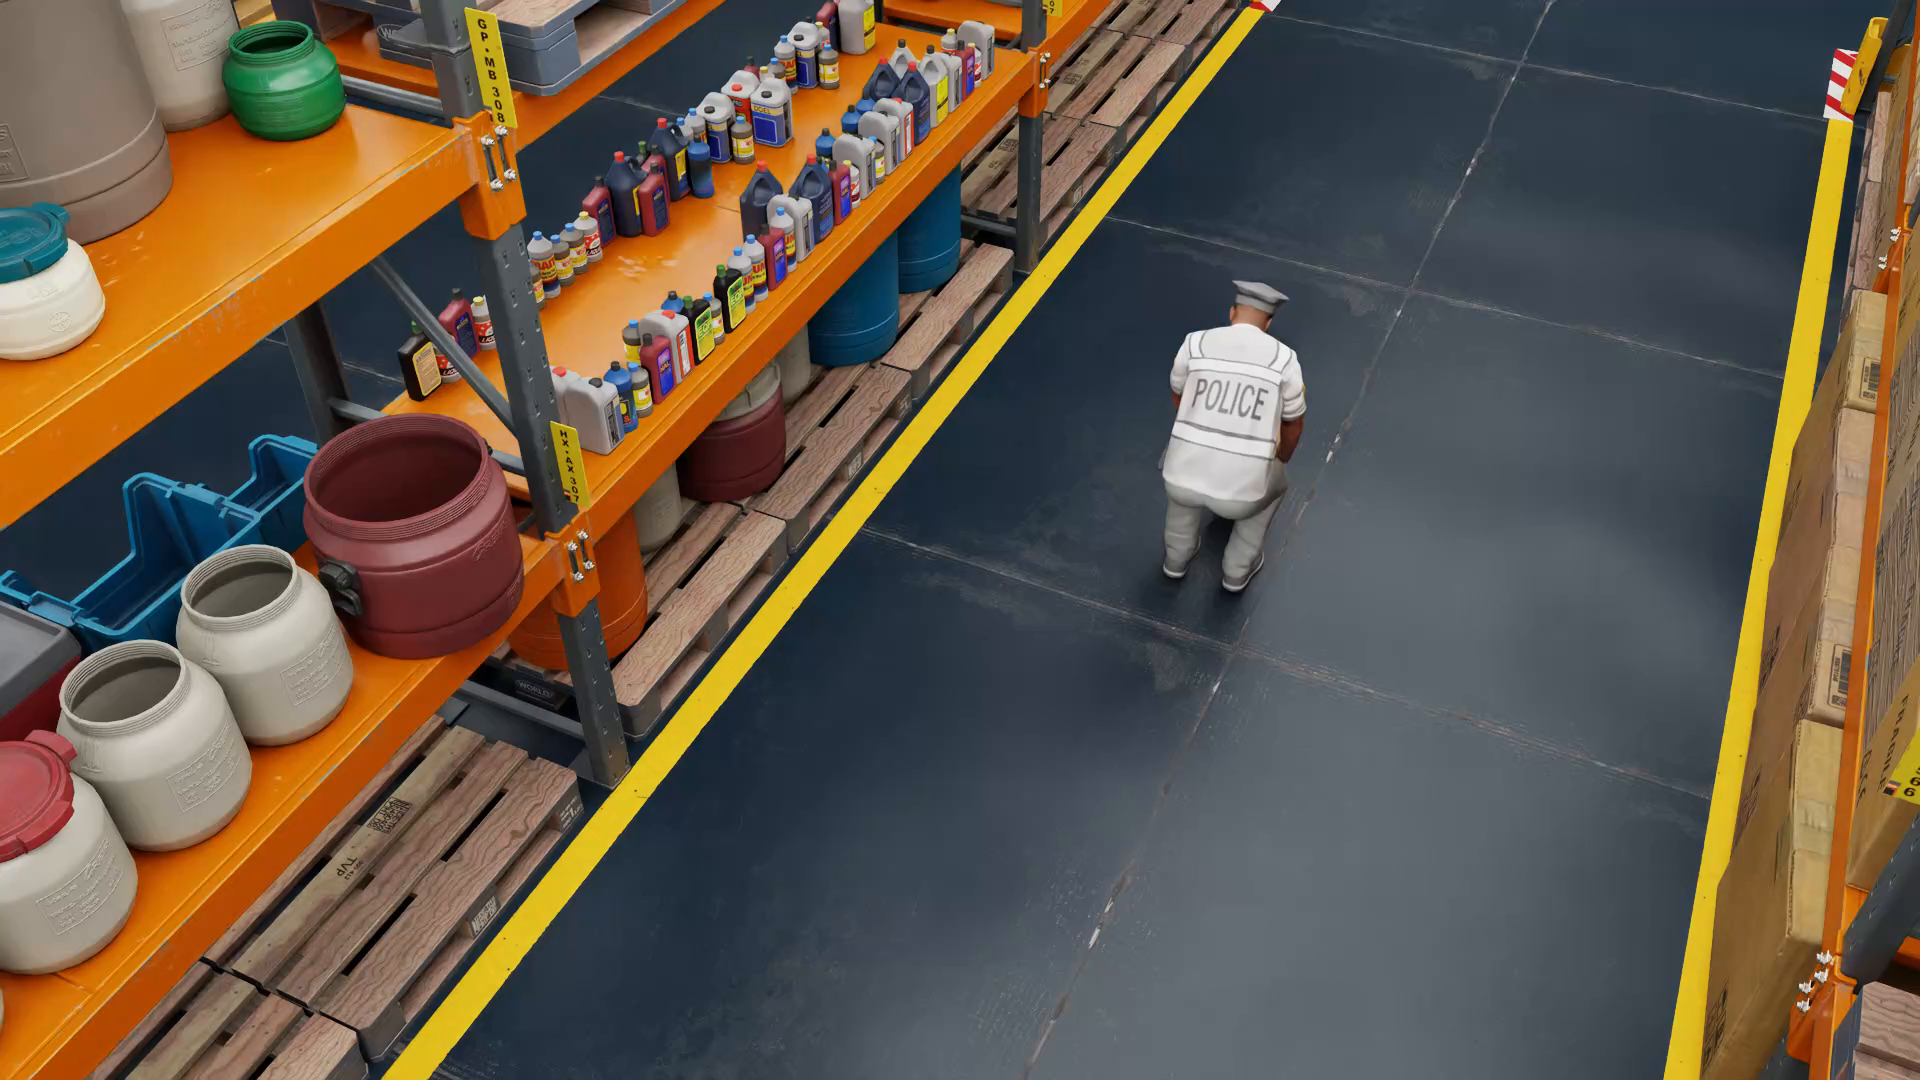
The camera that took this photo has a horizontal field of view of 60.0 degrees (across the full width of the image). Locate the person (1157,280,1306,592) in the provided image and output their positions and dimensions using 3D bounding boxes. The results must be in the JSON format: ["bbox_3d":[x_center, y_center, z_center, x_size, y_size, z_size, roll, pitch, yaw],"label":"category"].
[{"bbox_3d":[1.110,-0.409,7.001,0.581,1.241,0.882,17,45,18],"label":"person"}]
